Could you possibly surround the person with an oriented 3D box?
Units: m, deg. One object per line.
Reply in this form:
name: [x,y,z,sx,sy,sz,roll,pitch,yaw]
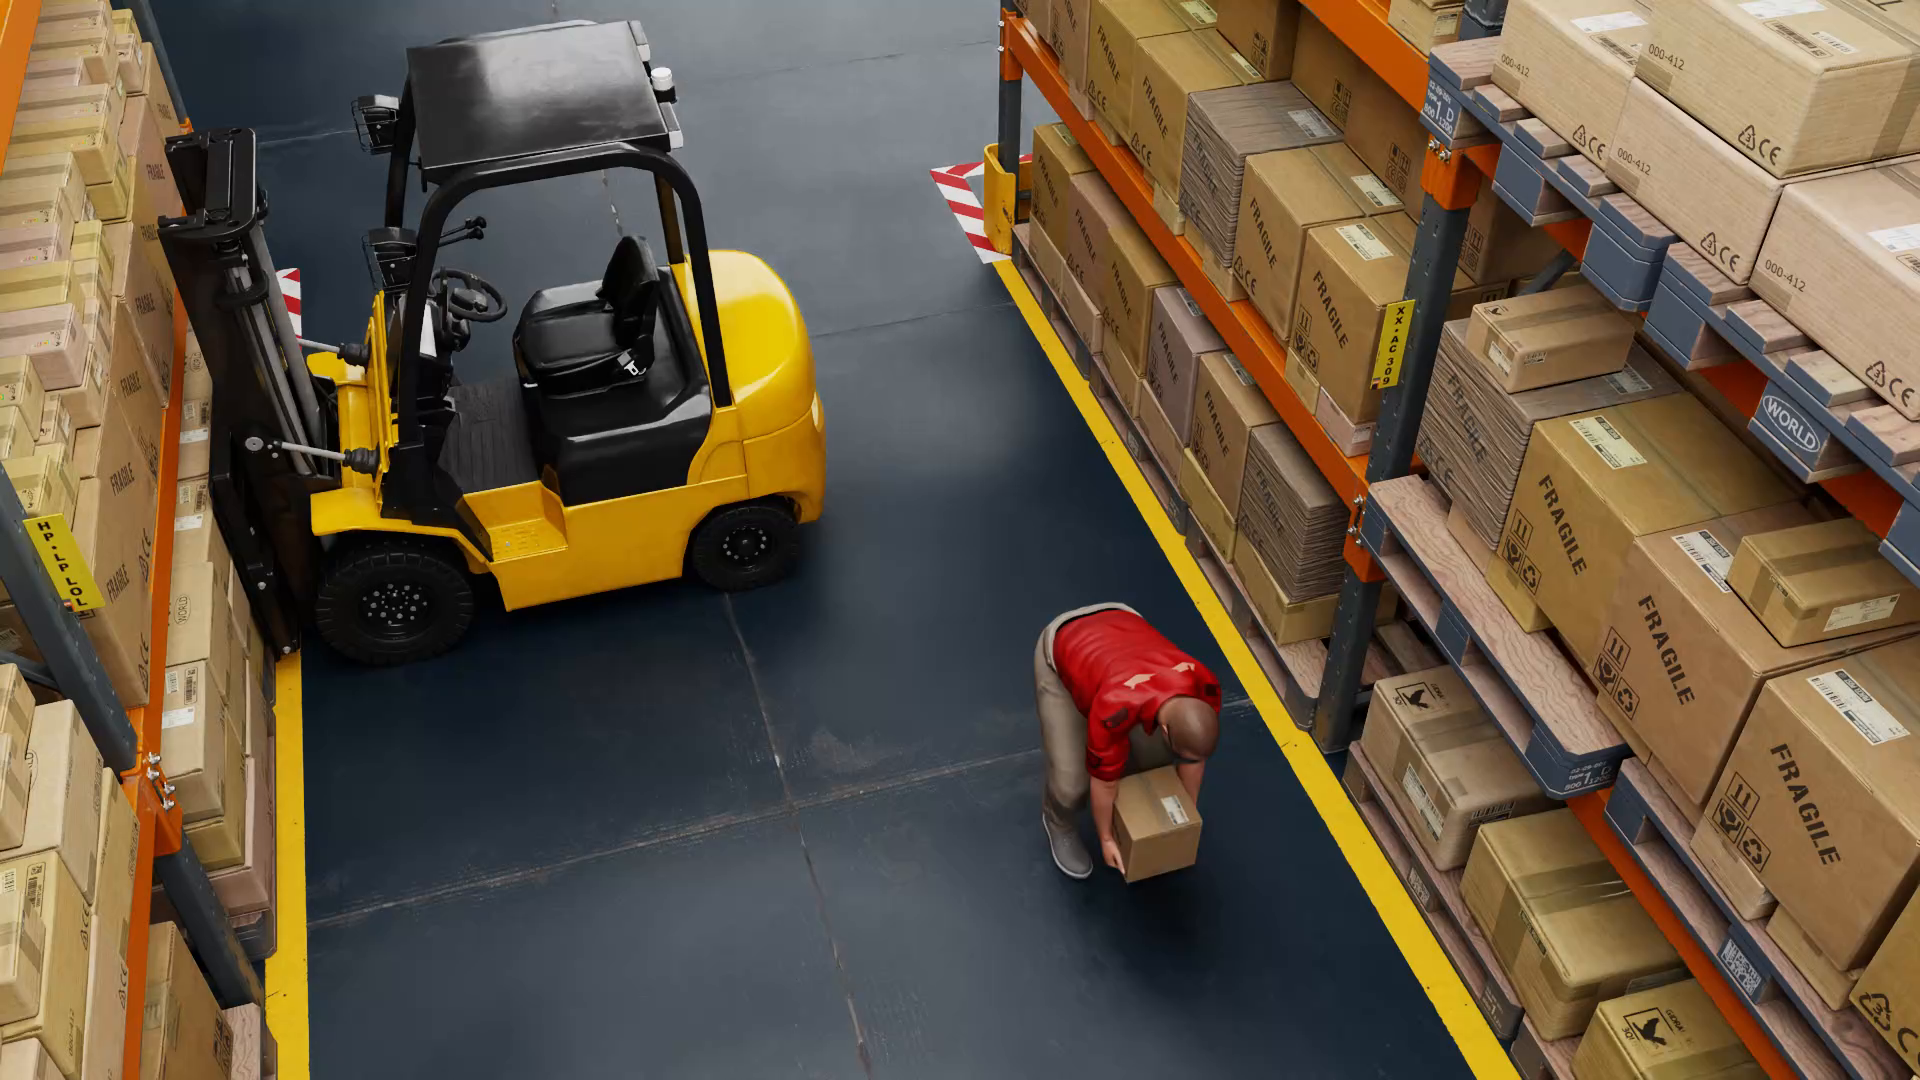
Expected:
person: [0.575,0.747,5.708,0.496,1.243,0.916,-15,44,-16]
